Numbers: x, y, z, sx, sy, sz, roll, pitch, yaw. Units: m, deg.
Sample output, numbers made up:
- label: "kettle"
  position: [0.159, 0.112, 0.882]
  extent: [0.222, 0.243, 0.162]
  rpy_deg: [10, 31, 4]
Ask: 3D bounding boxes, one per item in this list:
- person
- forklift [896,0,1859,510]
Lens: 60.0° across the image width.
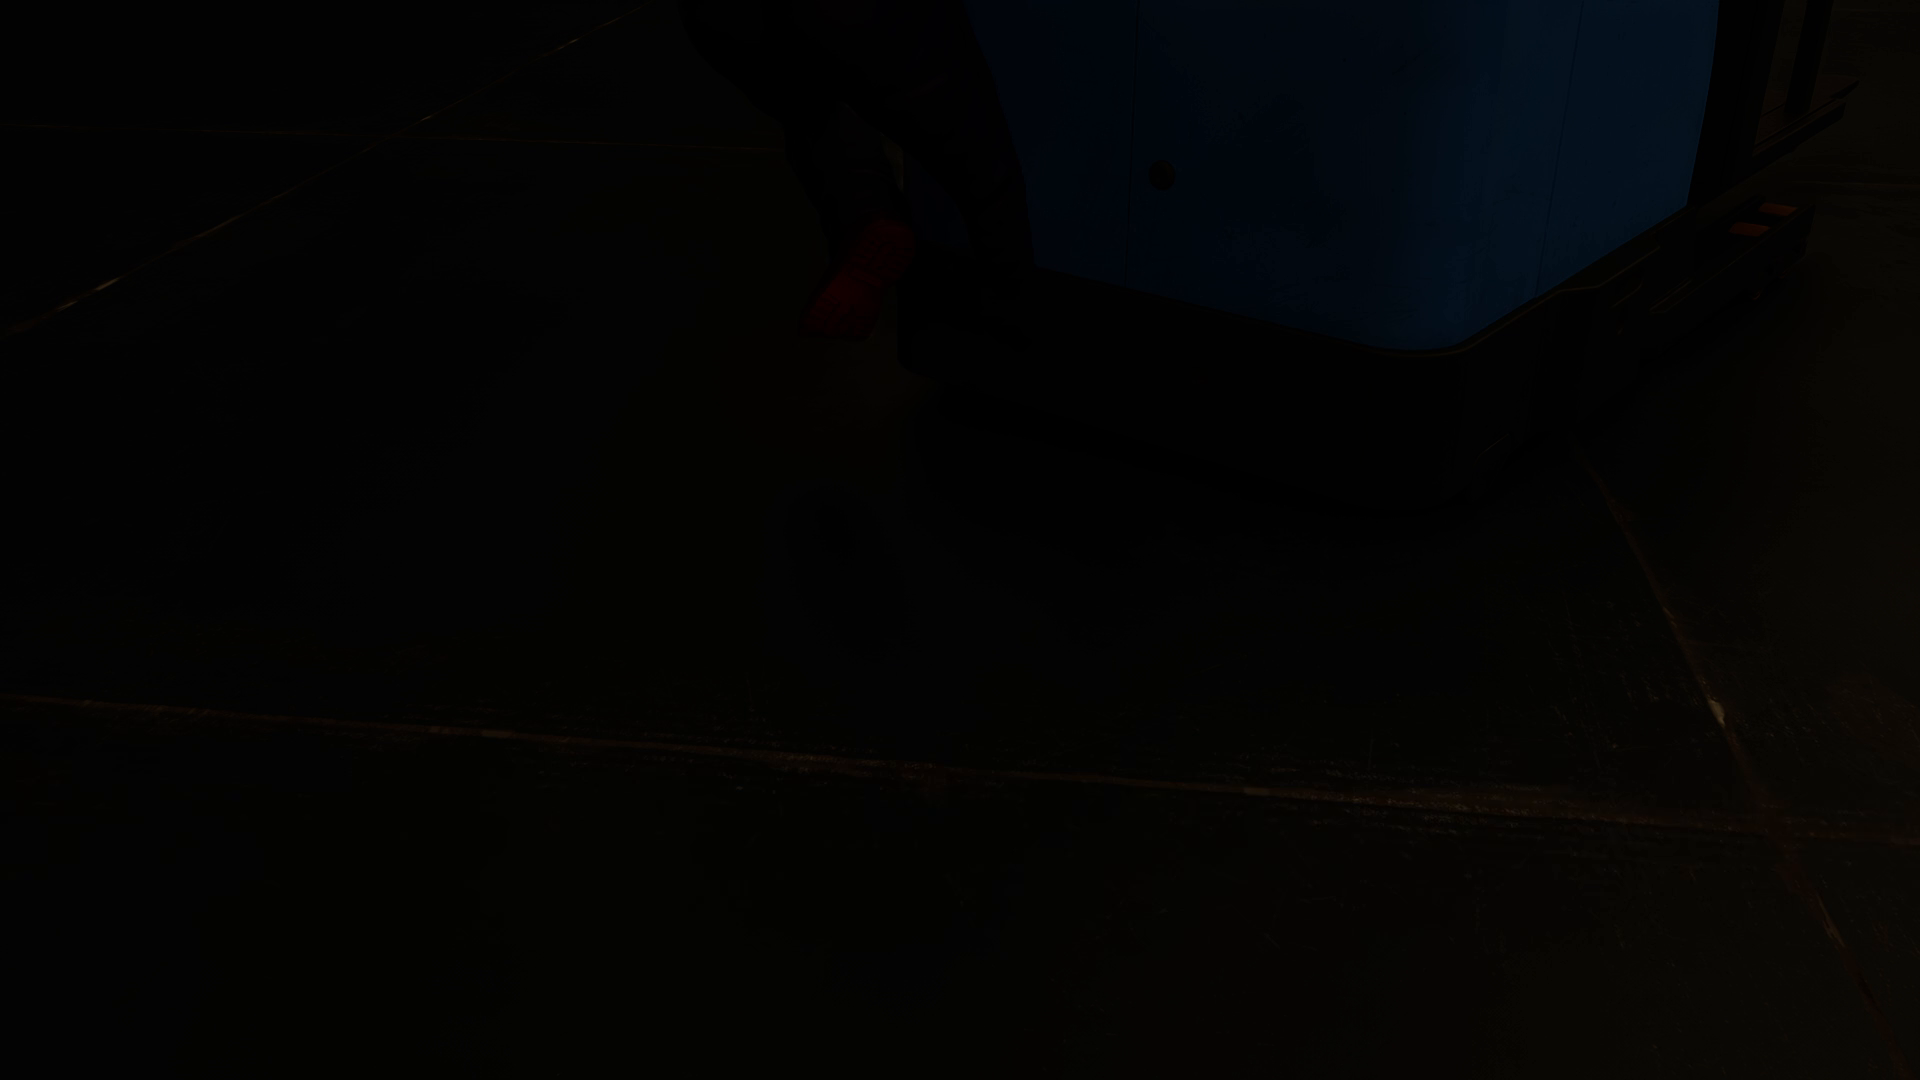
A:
- label: "person"
  position: [-0.048, -0.919, 2.632]
  extent: [0.741, 1.536, 0.661]
  rpy_deg: [12, 29, 22]
- label: "forklift"
  position: [1.212, -1.940, 3.106]
  extent: [1.130, 2.935, 3.031]
  rpy_deg: [20, 33, 35]
